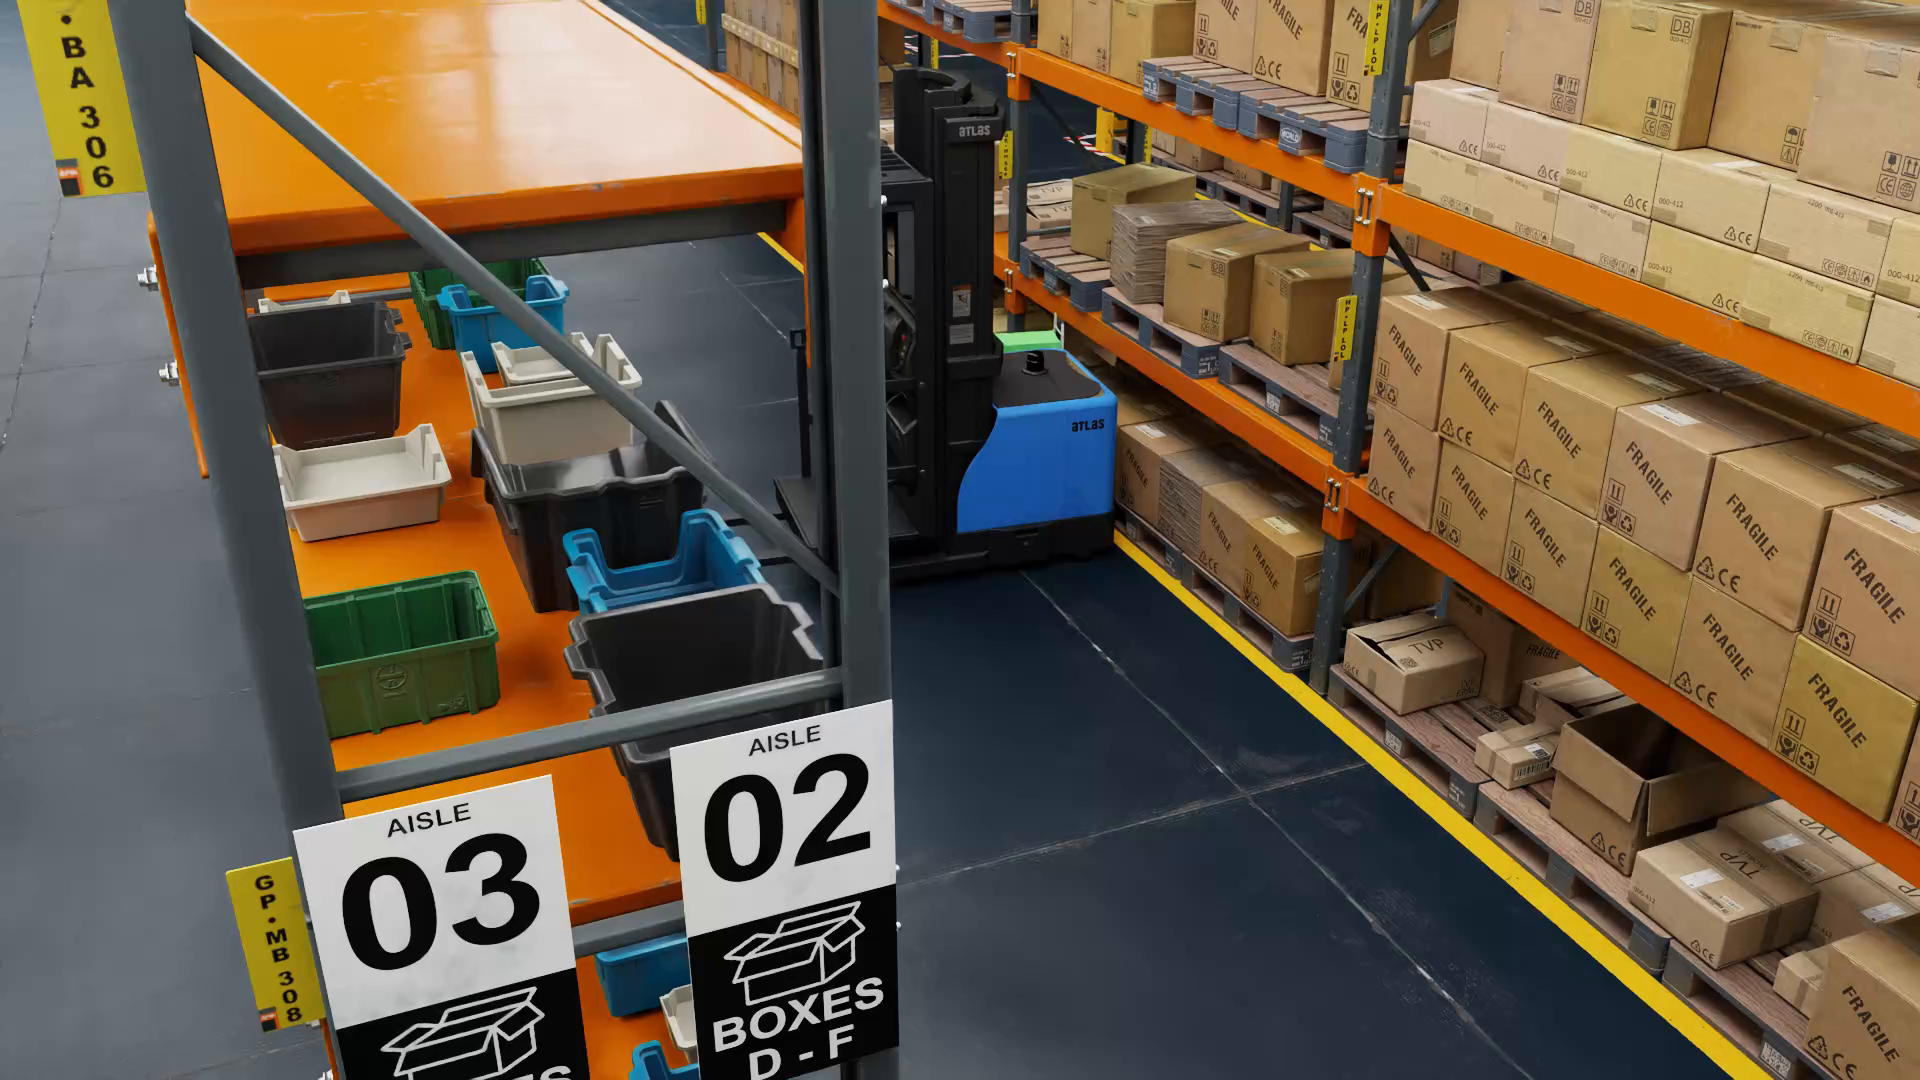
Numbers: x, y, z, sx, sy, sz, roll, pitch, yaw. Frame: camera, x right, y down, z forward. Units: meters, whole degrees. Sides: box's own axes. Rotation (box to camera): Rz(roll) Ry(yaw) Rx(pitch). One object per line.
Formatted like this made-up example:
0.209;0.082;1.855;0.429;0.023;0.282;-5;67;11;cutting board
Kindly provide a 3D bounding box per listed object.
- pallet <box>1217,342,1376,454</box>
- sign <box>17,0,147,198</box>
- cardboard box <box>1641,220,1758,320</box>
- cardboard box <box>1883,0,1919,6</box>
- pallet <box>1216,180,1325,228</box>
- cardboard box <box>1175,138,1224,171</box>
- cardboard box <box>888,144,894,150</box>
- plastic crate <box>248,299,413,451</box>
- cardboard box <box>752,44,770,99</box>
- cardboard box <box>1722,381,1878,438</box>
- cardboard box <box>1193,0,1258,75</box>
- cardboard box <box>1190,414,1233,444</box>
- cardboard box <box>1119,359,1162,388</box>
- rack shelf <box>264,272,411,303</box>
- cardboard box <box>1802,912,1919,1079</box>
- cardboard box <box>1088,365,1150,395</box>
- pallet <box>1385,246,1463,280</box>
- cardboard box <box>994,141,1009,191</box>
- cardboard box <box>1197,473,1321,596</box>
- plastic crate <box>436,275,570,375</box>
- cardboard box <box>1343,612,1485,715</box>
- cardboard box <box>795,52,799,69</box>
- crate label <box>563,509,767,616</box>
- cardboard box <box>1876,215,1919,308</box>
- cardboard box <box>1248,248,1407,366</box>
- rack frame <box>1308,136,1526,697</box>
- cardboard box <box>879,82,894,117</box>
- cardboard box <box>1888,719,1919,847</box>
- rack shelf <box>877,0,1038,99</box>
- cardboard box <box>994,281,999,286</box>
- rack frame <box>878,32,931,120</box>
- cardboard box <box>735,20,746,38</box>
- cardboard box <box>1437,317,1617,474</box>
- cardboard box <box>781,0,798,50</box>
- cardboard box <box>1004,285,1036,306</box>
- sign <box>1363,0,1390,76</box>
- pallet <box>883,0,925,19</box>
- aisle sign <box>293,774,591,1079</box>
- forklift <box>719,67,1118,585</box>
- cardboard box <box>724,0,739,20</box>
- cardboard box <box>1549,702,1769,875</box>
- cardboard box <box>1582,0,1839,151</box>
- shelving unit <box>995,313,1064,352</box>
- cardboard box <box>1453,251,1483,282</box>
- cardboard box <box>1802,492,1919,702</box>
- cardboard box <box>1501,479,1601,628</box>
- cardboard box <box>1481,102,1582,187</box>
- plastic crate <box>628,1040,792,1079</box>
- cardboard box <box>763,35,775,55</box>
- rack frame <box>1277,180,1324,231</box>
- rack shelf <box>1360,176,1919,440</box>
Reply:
2.179;-0.863;9.317;1.003;0.211;1.213;-11;28;-21;pallet
-1.102;-0.593;2.076;0.100;0.325;0.005;-11;28;-21;sign
2.939;-1.043;6.220;0.500;0.250;0.500;-11;28;-21;cardboard box
6.426;-3.639;10.749;0.700;0.500;0.500;-11;28;-22;cardboard box
3.519;-3.702;18.091;1.003;0.211;1.213;-11;28;-21;pallet
2.901;-4.549;18.997;0.700;0.500;0.500;-12;29;-24;cardboard box
-0.583;-3.331;14.441;0.380;0.149;0.250;-11;28;-21;cardboard box
-1.934;-0.499;5.083;0.497;0.269;0.590;-11;28;-21;plastic crate
-1.738;-4.894;17.240;0.700;0.500;0.500;-10;28;-20;cardboard box
3.423;-0.329;6.751;0.500;0.500;0.500;-11;28;-21;cardboard box
1.737;-2.988;9.326;0.600;0.600;0.600;-12;28;-23;cardboard box
1.820;-0.540;10.784;0.500;0.500;0.500;-12;28;-23;cardboard box
1.433;-1.275;11.435;0.500;0.250;0.500;-9;28;-19;cardboard box
-2.951;-1.590;7.989;1.077;0.370;4.000;-11;28;-21;rack shelf
3.518;1.756;6.083;0.500;0.500;0.500;-11;28;-21;cardboard box
0.950;-0.854;11.427;0.500;0.500;0.500;-12;28;-22;cardboard box
4.603;-2.629;15.895;1.003;0.211;1.213;-11;28;-21;pallet
0.152;-2.942;13.243;0.500;0.500;0.500;-12;29;-23;cardboard box
1.748;-0.033;9.746;0.500;0.500;0.500;-10;28;-20;cardboard box
-1.518;-0.718;5.574;0.416;0.233;0.300;-11;28;-21;plastic crate
2.356;0.610;8.646;0.500;0.311;0.500;-11;28;-21;cardboard box
-1.349;-4.558;15.813;0.380;0.149;0.250;-11;28;-21;cardboard box
-0.666;0.148;3.779;0.408;0.251;0.502;-11;28;-21;crate label
3.326;-0.863;5.282;0.500;0.250;0.500;-11;28;-21;cardboard box
2.084;-1.338;9.478;0.700;0.500;0.500;-6;27;-12;cardboard box
2.391;-0.608;8.576;1.000;3.000;0.127;-11;28;-21;rack frame
-0.921;-4.060;15.533;0.700;0.500;0.500;-11;28;-22;cardboard box
3.532;0.828;5.521;0.500;0.500;0.500;-10;28;-19;cardboard box
0.041;-4.054;13.036;1.077;0.370;4.000;-11;28;-21;rack shelf
-0.012;-2.010;13.463;0.500;0.311;0.500;-11;28;-21;cardboard box
-0.742;-3.837;15.190;1.000;3.000;0.127;-11;28;-21;rack frame
-2.151;-5.386;17.509;0.380;0.149;0.250;-10;28;-20;cardboard box
2.519;-0.655;7.419;0.500;0.500;0.500;-11;28;-22;cardboard box
-1.316;-5.049;16.080;0.700;0.500;0.500;-11;28;-21;cardboard box
0.676;-1.900;13.239;0.500;0.311;0.500;-11;28;-22;cardboard box
1.882;-2.268;7.519;0.100;0.325;0.005;-11;28;-21;sign
0.036;-4.195;12.720;1.003;0.211;1.213;-9;28;-18;pallet
-0.843;0.768;2.795;0.394;0.787;0.004;-11;28;-21;aisle sign
-0.599;-1.237;9.944;3.031;2.935;1.130;-8;27;-15;forklift
-2.117;-5.868;17.757;0.700;0.500;0.500;-10;28;-20;cardboard box
3.132;1.074;7.475;0.797;0.503;0.637;-11;28;-21;cardboard box
2.883;-1.833;6.413;0.700;0.500;0.500;-11;28;-21;cardboard box
0.416;-0.907;11.241;0.503;1.200;0.258;-4;26;-9;shelving unit
4.956;-2.659;15.125;0.700;0.500;0.500;-11;28;-21;cardboard box
3.332;0.177;5.716;0.500;0.500;0.500;-10;28;-19;cardboard box
2.737;0.009;7.200;0.500;0.500;0.500;-11;28;-21;cardboard box
2.550;-1.672;6.938;0.500;0.250;0.500;-11;28;-21;cardboard box
-0.653;1.483;4.416;0.416;0.233;0.300;-11;28;-21;plastic crate
-1.752;-4.972;16.662;0.380;0.149;0.250;-10;28;-20;cardboard box
3.815;-4.690;16.937;1.000;3.000;0.127;-11;28;-21;rack frame
3.174;-0.825;6.422;1.077;0.370;4.000;-11;28;-21;rack shelf
